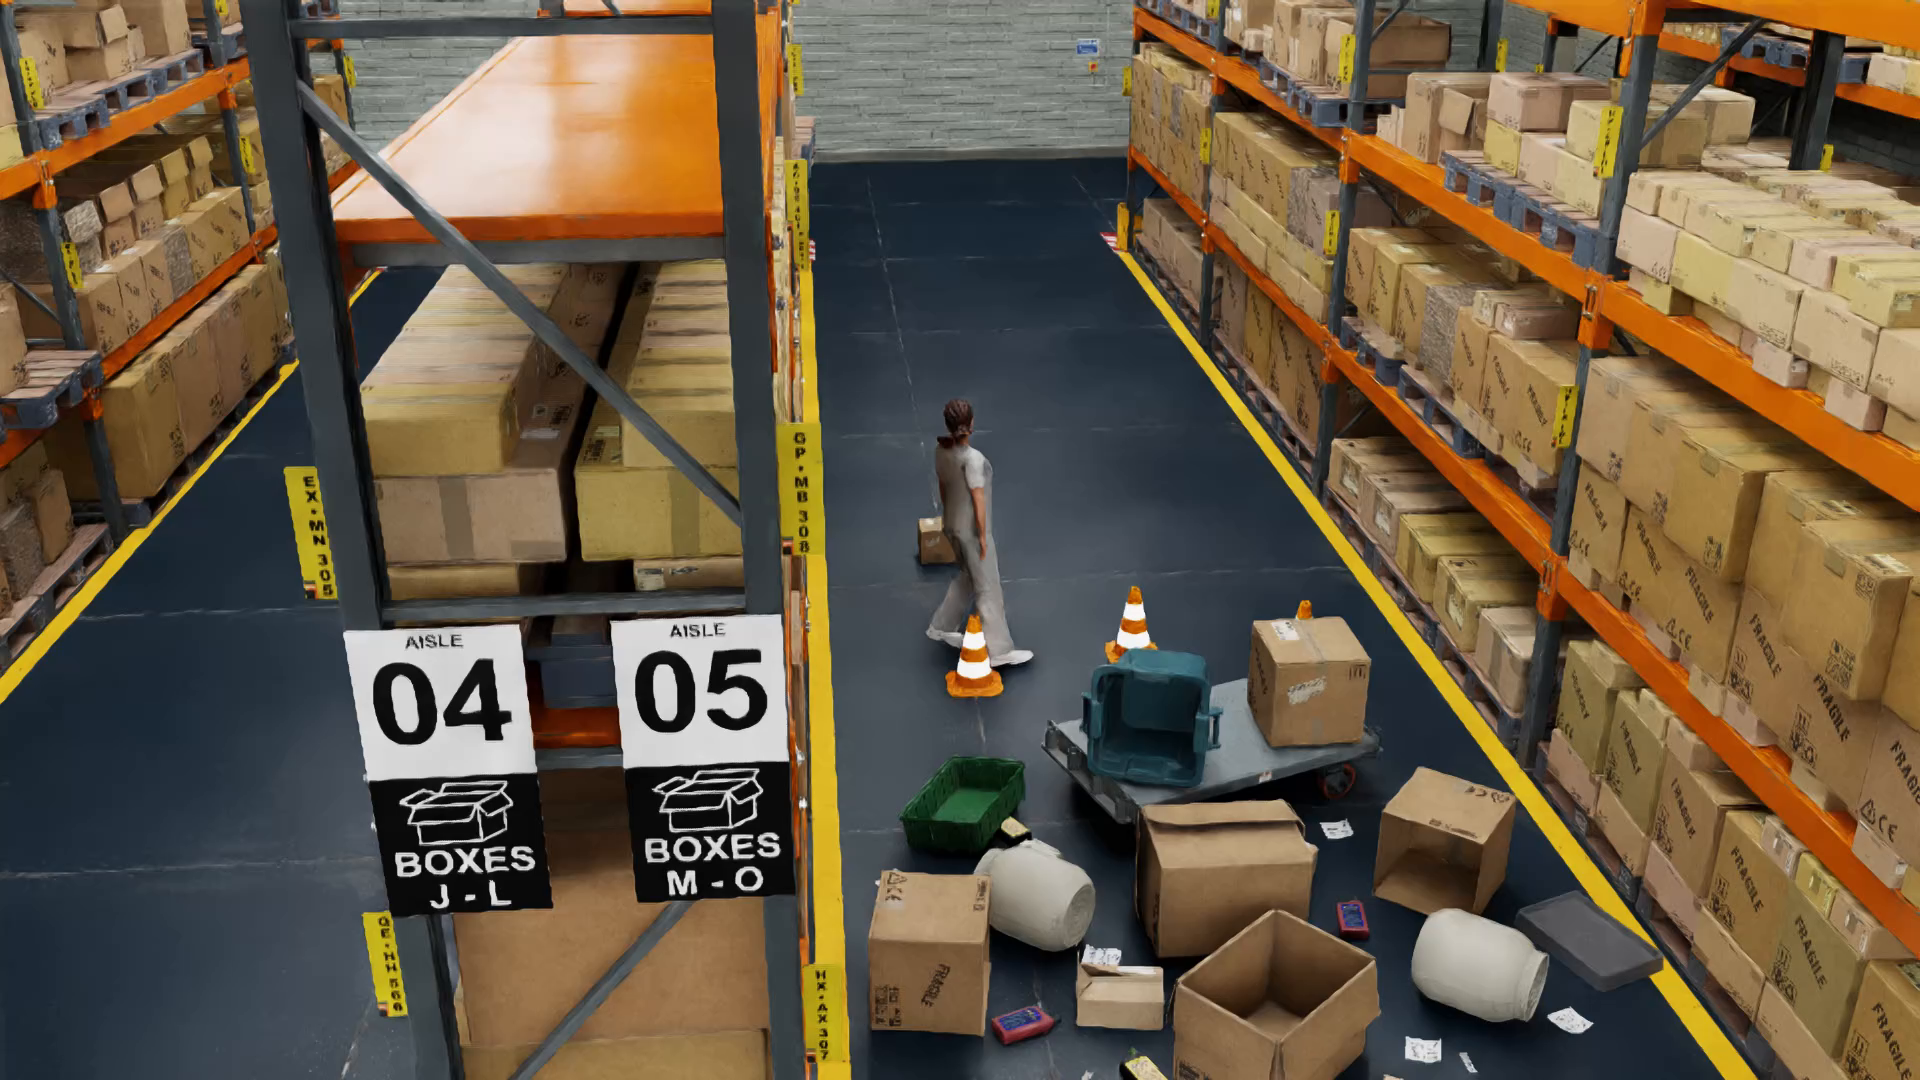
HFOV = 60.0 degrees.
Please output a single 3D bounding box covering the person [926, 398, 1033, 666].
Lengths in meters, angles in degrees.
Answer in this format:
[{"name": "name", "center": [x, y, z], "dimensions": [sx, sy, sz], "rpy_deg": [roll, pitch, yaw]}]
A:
[{"name": "person", "center": [0.104, -0.050, 10.218], "dimensions": [0.486, 1.642, 0.640], "rpy_deg": [-14, 27, -28]}]
